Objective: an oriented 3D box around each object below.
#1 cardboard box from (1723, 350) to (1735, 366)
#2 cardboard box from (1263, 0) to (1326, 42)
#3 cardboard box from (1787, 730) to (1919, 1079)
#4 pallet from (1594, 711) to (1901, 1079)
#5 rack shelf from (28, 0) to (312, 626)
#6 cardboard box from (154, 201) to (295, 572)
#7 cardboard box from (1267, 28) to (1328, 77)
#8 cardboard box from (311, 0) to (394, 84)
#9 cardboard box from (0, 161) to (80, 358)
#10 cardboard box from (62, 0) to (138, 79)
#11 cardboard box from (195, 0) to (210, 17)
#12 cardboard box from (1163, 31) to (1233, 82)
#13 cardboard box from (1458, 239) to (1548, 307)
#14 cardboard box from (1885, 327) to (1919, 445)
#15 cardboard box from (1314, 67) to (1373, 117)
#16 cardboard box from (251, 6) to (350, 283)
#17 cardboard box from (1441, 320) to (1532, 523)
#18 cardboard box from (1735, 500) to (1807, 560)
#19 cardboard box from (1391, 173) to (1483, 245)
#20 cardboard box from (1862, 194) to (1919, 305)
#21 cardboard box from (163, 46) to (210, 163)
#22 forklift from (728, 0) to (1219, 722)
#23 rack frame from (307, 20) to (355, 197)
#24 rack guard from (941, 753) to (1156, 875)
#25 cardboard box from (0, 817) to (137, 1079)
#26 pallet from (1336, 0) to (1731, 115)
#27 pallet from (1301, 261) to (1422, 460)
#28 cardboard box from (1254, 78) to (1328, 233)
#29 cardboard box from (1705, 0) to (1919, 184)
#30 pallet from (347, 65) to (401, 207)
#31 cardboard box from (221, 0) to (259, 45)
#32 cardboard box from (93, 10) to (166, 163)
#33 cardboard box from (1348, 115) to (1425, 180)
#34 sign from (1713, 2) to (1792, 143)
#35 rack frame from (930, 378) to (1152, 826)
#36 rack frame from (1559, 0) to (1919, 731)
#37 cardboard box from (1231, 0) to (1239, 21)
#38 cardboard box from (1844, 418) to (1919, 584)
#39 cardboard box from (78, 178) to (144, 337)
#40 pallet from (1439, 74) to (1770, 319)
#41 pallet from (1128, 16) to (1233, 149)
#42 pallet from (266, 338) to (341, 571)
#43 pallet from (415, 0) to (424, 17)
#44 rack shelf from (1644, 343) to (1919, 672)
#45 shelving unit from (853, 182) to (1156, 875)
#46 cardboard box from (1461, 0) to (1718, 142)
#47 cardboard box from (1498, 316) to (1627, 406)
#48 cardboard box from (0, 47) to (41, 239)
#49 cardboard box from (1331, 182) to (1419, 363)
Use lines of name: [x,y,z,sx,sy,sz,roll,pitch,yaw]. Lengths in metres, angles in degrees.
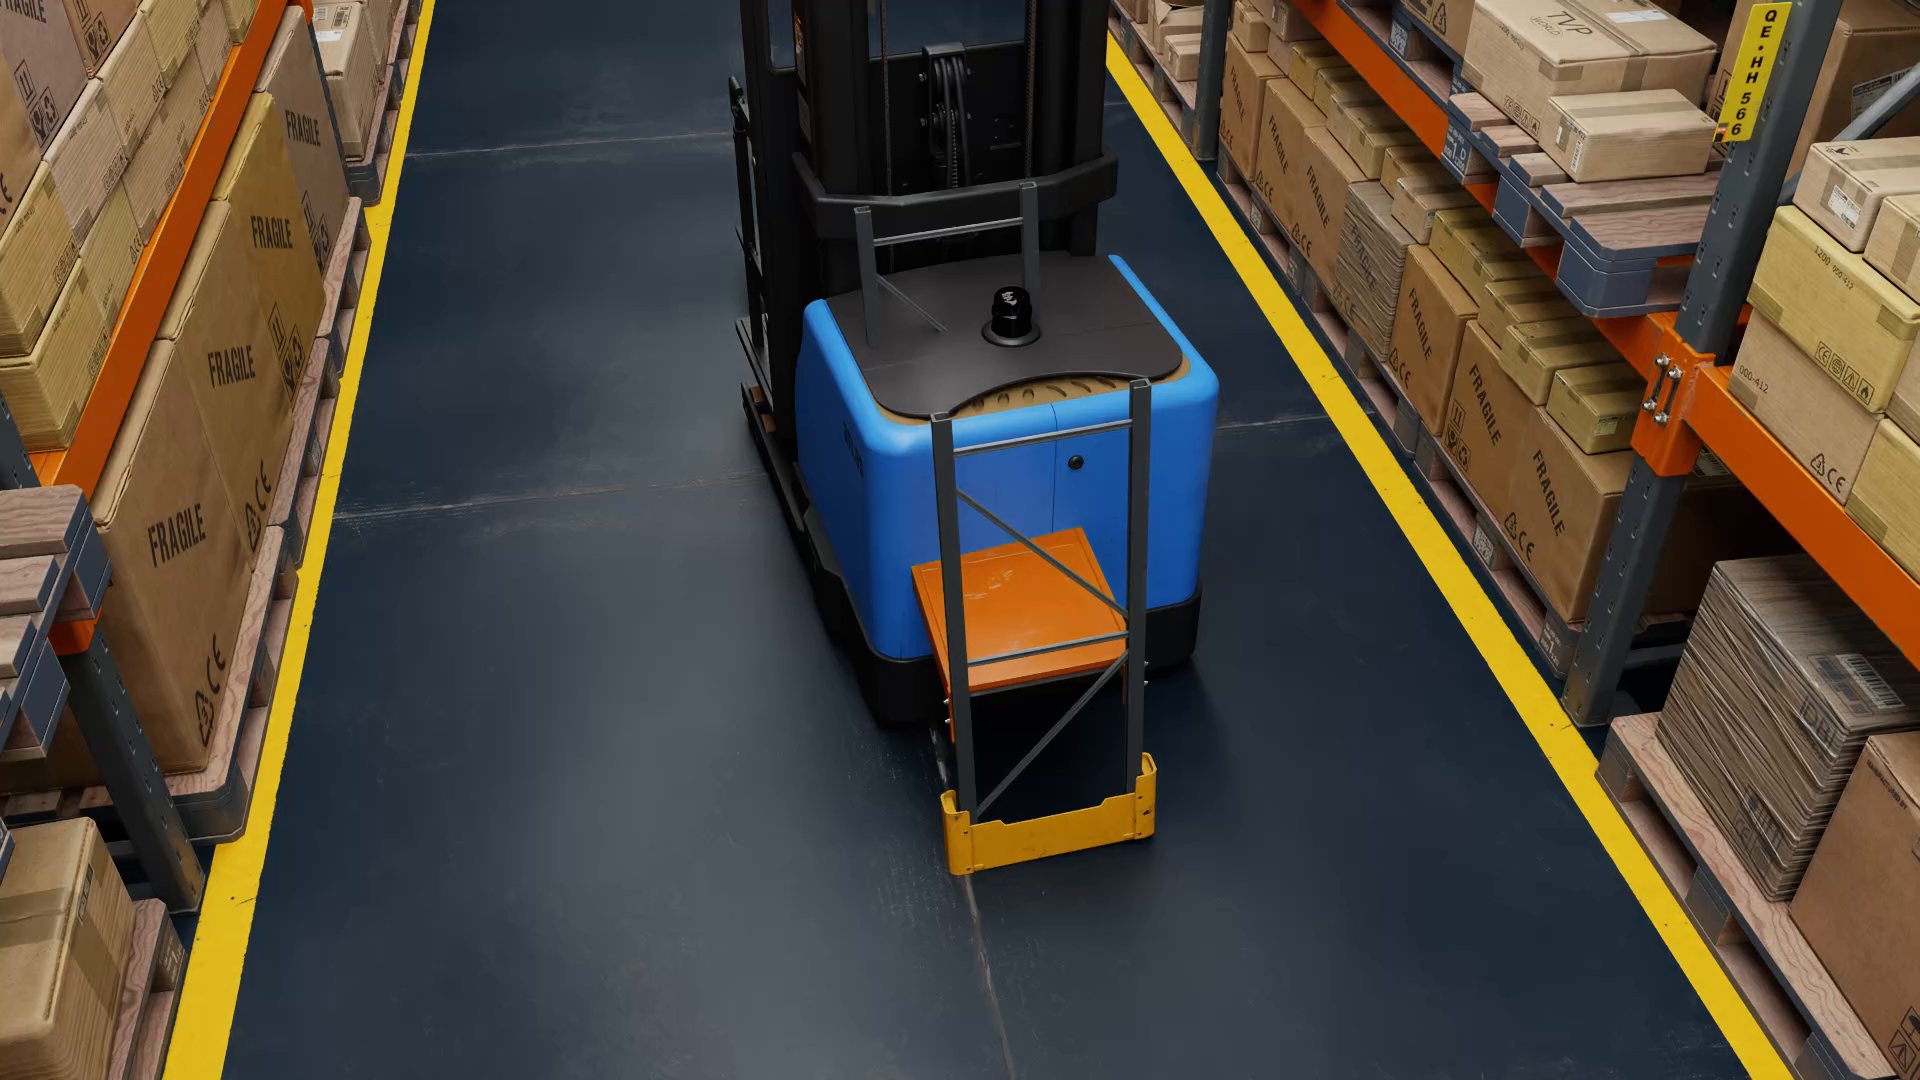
cardboard box: [2.557,-0.485,5.095,0.380,0.149,0.250,-4,38,-6]
cardboard box: [1.534,-2.273,7.154,0.380,0.149,0.250,-8,39,-10]
cardboard box: [2.560,0.843,3.814,0.875,0.625,0.625,-5,38,-6]
pallet: [2.448,0.901,4.418,1.003,0.211,1.213,-6,38,-8]
rack shelf: [-2.895,-1.089,5.293,1.077,0.370,4.000,-6,38,-8]
cardboard box: [-2.736,-0.457,5.283,0.875,0.875,0.875,-6,38,-7]
cardboard box: [1.566,-2.148,7.236,0.380,0.149,0.250,-7,38,-9]
cardboard box: [-3.408,-2.667,8.484,0.875,0.438,0.875,-7,38,-9]
cardboard box: [-2.390,-0.636,3.838,0.500,0.250,0.500,-6,38,-8]
cardboard box: [-2.562,-1.536,4.386,0.500,0.500,0.500,-5,38,-7]
cardboard box: [-2.737,-1.866,5.422,0.500,0.250,0.500,-5,38,-7]
cardboard box: [1.254,-2.462,8.456,0.380,0.149,0.250,-7,38,-9]
cardboard box: [1.923,-0.897,5.626,0.380,0.149,0.250,-5,38,-7]
cardboard box: [2.266,-0.243,3.332,0.500,0.250,0.500,-5,38,-7]
cardboard box: [1.684,-1.830,6.827,0.380,0.149,0.250,-7,38,-9]
cardboard box: [-3.058,-1.542,6.680,0.875,0.875,0.875,-5,38,-7]
cardboard box: [1.978,-0.416,5.535,0.500,0.500,0.500,-7,38,-9]
cardboard box: [2.544,-0.165,5.212,0.500,0.500,0.500,-5,38,-6]
cardboard box: [1.801,-1.211,6.030,0.380,0.149,0.250,-8,39,-10]
cardboard box: [2.156,-0.612,3.482,0.380,0.149,0.250,-5,38,-7]
cardboard box: [-2.666,-1.352,5.168,0.500,0.250,0.500,-6,38,-8]
forklift: [-0.187,-1.526,5.325,1.130,2.935,3.031,-11,39,-14]
rack frame: [-3.246,-2.581,6.627,1.000,3.000,0.127,-6,38,-8]
rack guard: [0.246,0.751,4.557,0.587,0.250,0.087,-10,39,-8]
cardboard box: [-2.455,1.049,3.754,0.950,0.372,0.625,-9,39,-11]
pallet: [1.996,-1.800,5.778,1.003,0.211,1.213,-6,38,-8]
pallet: [2.037,-0.790,6.595,1.003,0.211,1.213,-6,38,-8]
cardboard box: [1.607,-1.659,7.136,0.500,0.500,0.500,-7,38,-9]
cardboard box: [2.405,-1.234,4.470,0.500,0.500,0.500,-5,38,-6]
pallet: [-3.302,-1.948,8.085,1.003,0.211,1.213,-6,38,-8]
cardboard box: [-2.831,-1.970,5.964,0.500,0.250,0.500,-7,38,-9]
cardboard box: [-2.555,-1.251,4.630,0.500,0.250,0.500,-6,38,-8]
cardboard box: [1.732,-1.525,6.434,0.380,0.149,0.250,-5,38,-6]
sign: [1.809,-1.063,3.794,0.100,0.325,0.005,-6,38,-8]
rack frame: [0.219,0.275,4.153,0.500,1.500,0.032,-10,39,-8]
rack frame: [2.342,-0.701,4.208,1.000,3.000,0.127,-6,38,-8]
cardboard box: [1.681,-2.844,8.947,0.380,0.149,0.250,-7,38,-9]
cardboard box: [2.262,-0.043,3.483,0.500,0.250,0.500,-7,38,-9]
cardboard box: [-2.490,-0.737,4.376,0.500,0.250,0.500,-7,38,-9]
pallet: [2.154,-1.027,4.784,1.213,0.211,1.003,-6,38,-8]
pallet: [1.521,-2.431,8.707,1.003,0.211,1.213,-6,38,-8]
pallet: [-2.819,-0.284,5.943,1.003,0.211,1.213,-6,38,-8]
pallet: [-3.730,-3.421,9.982,1.003,0.211,1.213,-6,38,-8]
rack shelf: [2.692,0.791,2.874,1.077,0.370,4.000,-6,38,-8]
shelving unit: [0.107,-0.036,4.551,0.587,1.500,1.083,-10,39,-8]
cardboard box: [1.838,-1.410,4.900,0.500,0.250,0.500,-8,39,-10]
cardboard box: [1.927,-0.569,5.204,0.380,0.149,0.250,-8,39,-10]
cardboard box: [-2.390,-0.924,3.598,0.500,0.500,0.500,-7,38,-9]
cardboard box: [1.775,-1.043,6.343,0.500,0.500,0.500,-8,38,-10]
